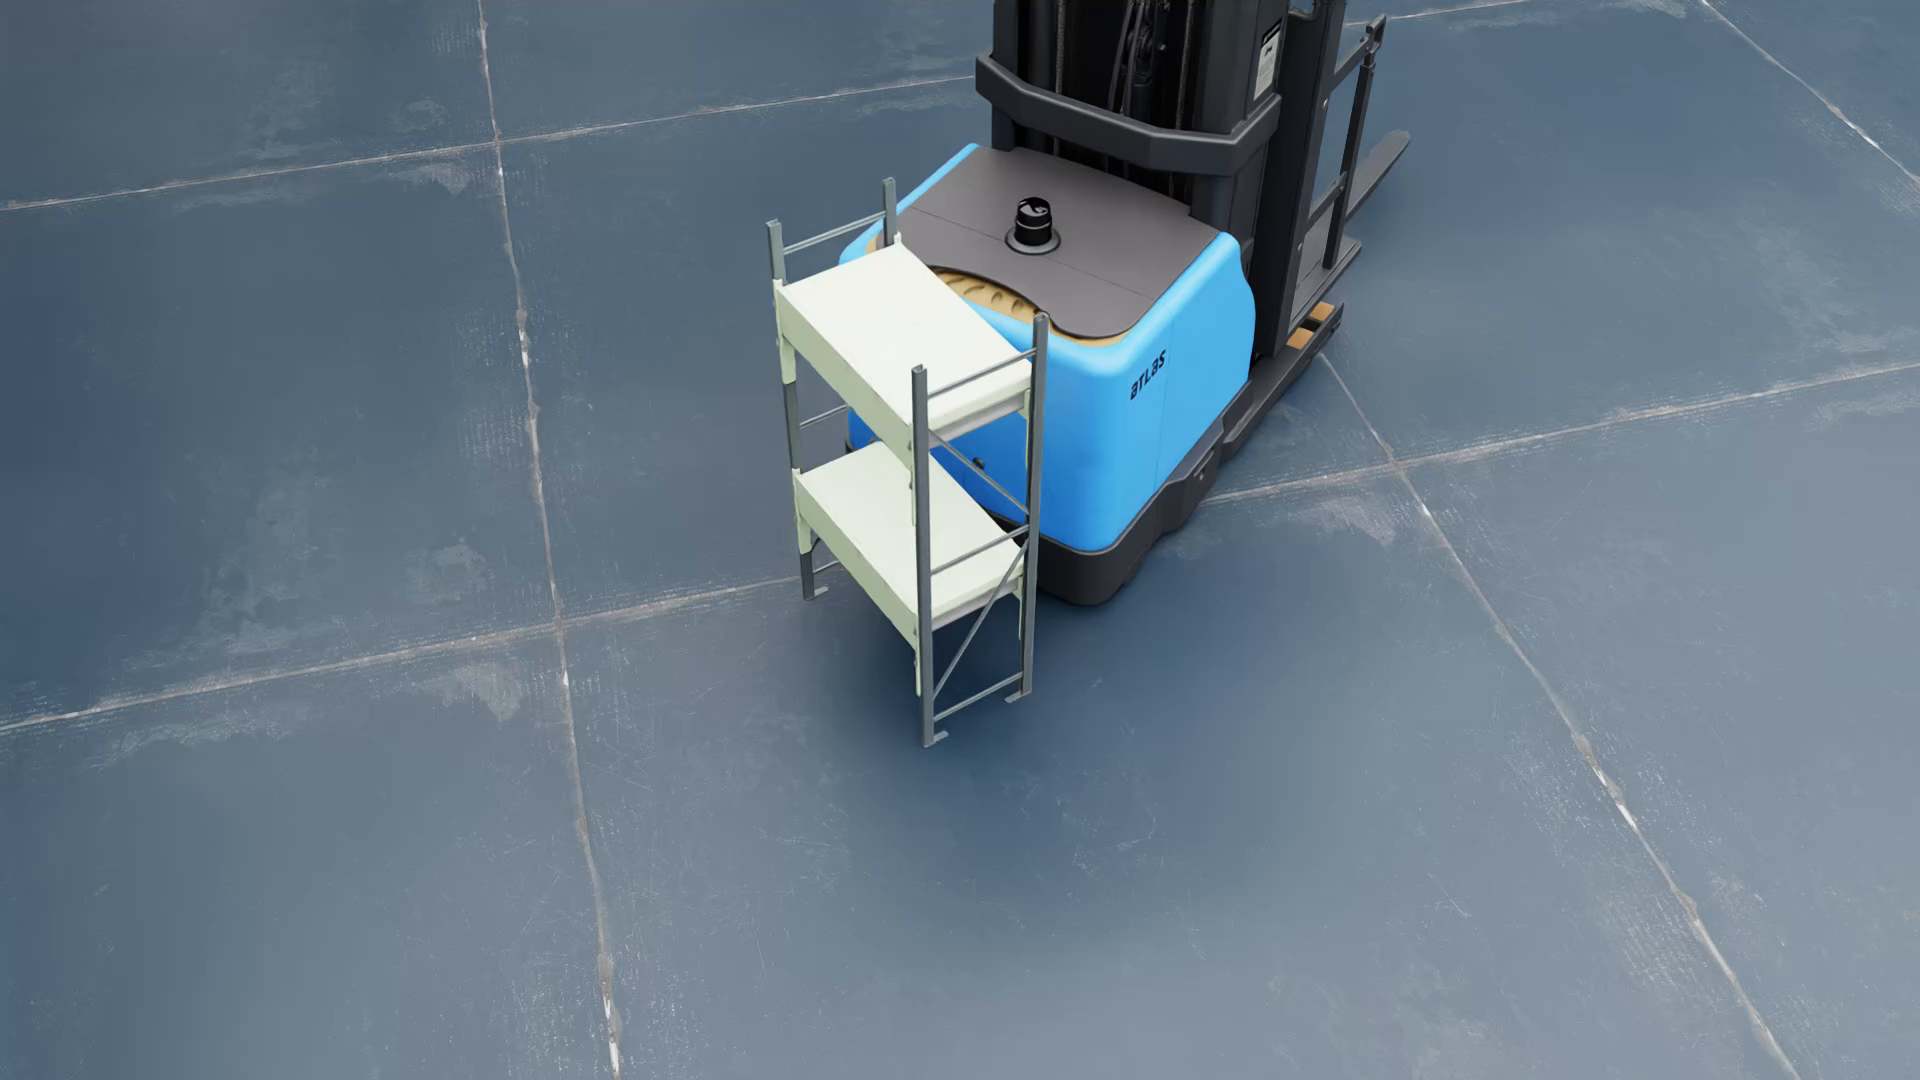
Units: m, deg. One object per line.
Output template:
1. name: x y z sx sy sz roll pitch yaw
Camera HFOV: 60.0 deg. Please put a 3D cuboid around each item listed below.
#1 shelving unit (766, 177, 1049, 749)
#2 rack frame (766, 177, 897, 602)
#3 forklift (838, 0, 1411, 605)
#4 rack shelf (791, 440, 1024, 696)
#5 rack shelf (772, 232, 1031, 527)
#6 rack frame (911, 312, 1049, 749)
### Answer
1. shelving unit: -0.149 -0.185 4.882 0.431 1.500 0.755 -25 51 -23
2. rack frame: -0.351 -0.403 5.095 0.400 1.500 0.023 -25 51 -23
3. forklift: 0.833 -1.843 5.504 1.130 2.935 3.031 25 51 22
4. rack shelf: -0.149 0.043 5.114 0.431 0.370 0.720 -25 51 -23
5. rack shelf: -0.149 -0.459 4.603 0.431 0.370 0.720 -25 51 -23
6. rack frame: 0.053 0.033 4.668 0.400 1.500 0.023 -25 51 -23
